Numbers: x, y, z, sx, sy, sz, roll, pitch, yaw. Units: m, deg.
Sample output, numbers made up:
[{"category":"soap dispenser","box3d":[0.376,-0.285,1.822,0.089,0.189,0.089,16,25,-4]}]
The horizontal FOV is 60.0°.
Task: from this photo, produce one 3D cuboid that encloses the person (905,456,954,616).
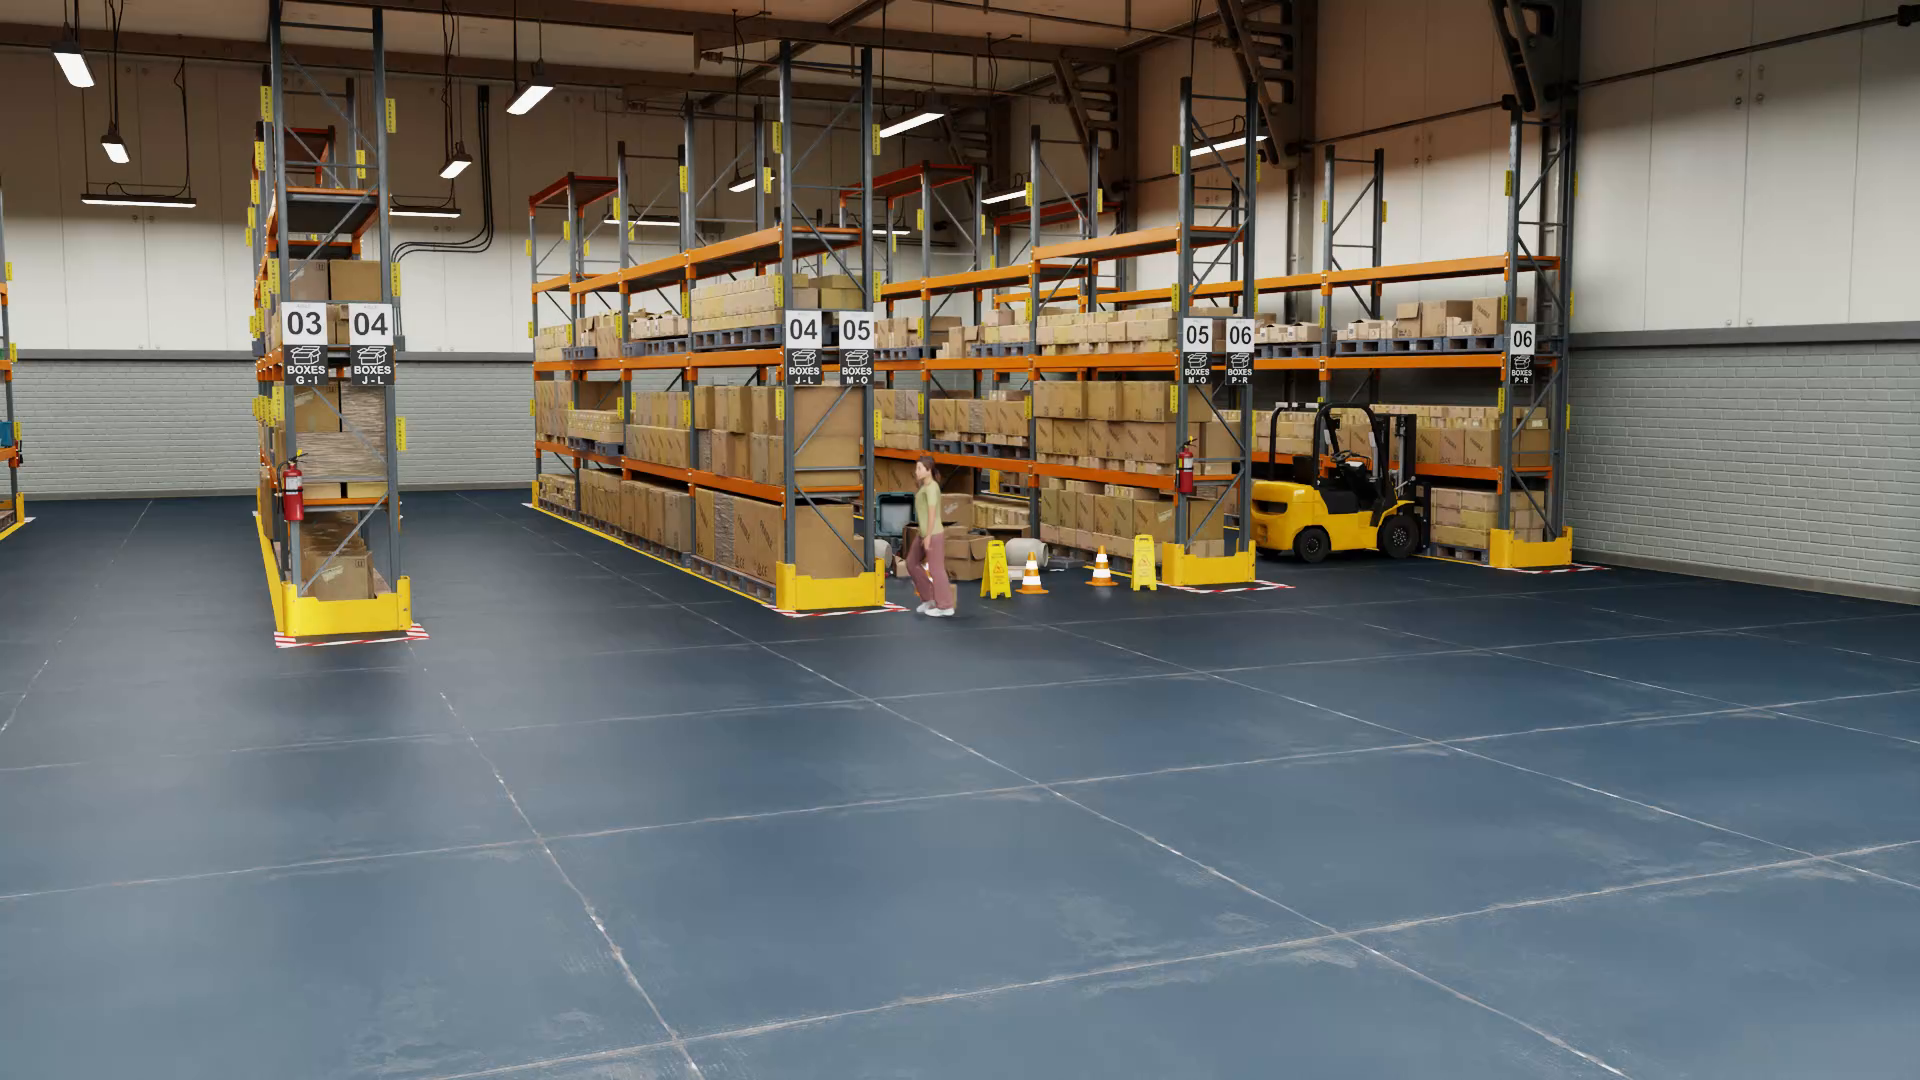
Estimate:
[{"category":"person","box3d":[-0.307,-0.043,17.184,0.497,1.663,0.539,-1,6,-8]}]
